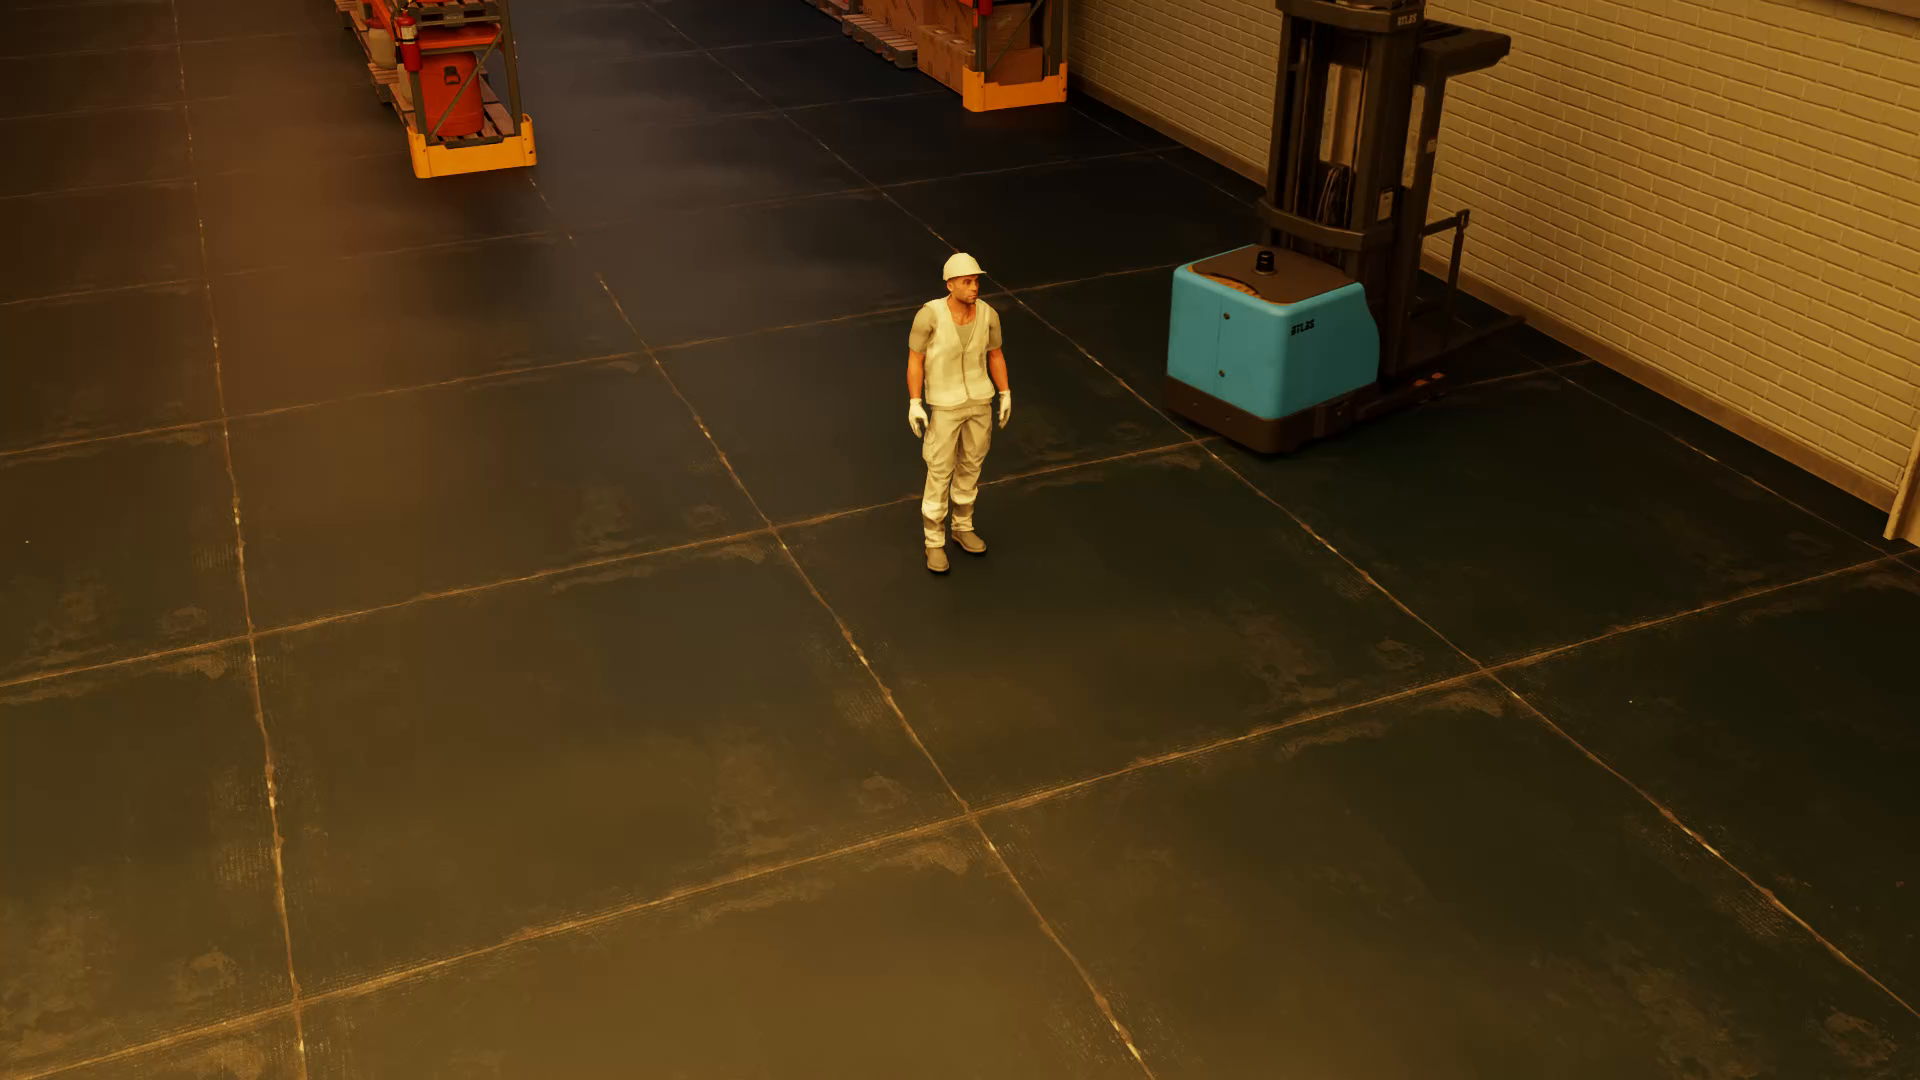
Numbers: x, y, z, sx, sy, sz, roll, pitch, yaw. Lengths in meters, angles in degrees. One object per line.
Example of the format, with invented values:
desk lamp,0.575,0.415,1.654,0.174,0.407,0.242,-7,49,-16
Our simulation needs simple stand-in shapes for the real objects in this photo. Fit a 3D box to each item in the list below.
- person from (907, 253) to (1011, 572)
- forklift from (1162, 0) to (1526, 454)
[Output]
person,0.021,-0.744,9.556,0.637,1.790,0.562,-12,32,-20
forklift,2.882,-2.424,11.359,3.031,2.935,1.130,-21,36,-32
